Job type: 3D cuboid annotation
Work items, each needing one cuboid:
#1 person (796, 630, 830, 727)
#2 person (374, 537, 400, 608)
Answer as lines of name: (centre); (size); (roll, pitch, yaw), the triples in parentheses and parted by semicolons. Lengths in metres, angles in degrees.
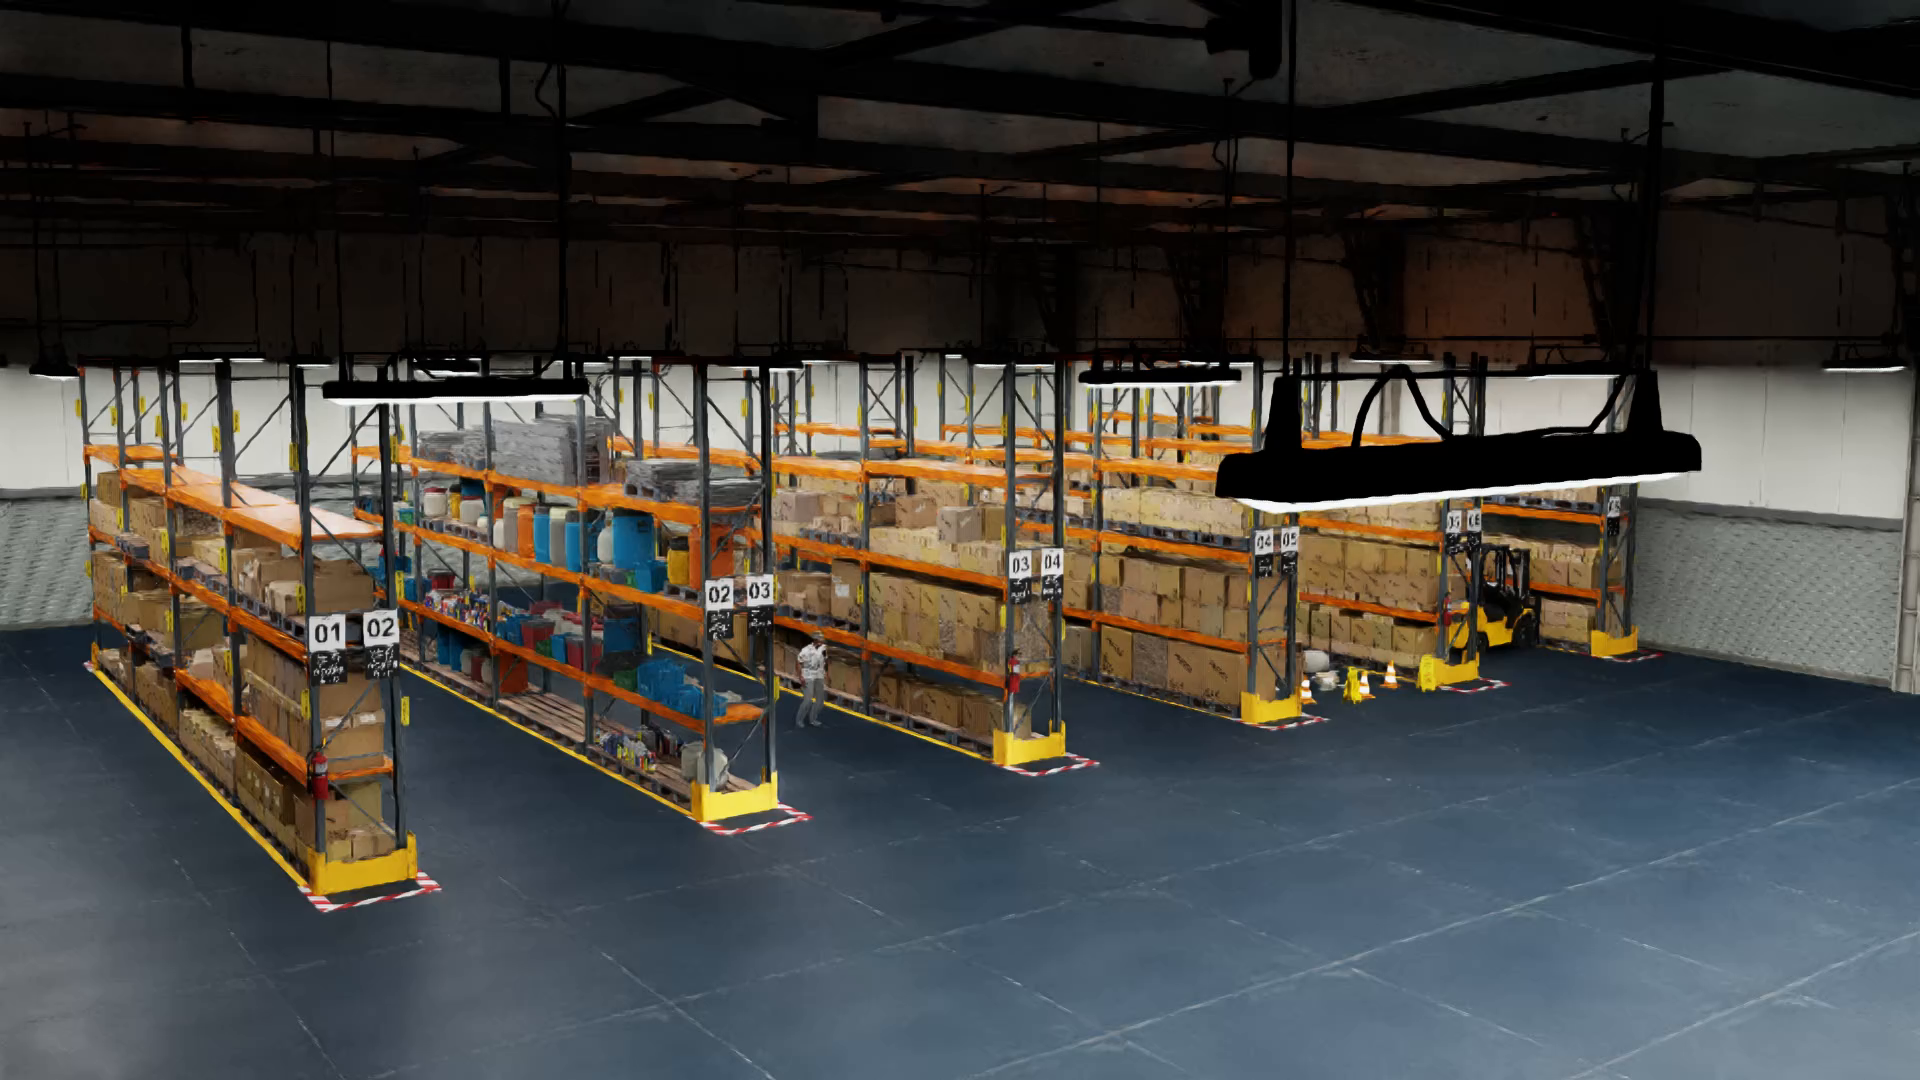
person: (-2.402, 2.249, 27.122); (0.592, 1.629, 0.532); (-5, 9, -37)
person: (-13.489, 0.749, 39.081); (0.569, 1.713, 0.592); (2, 7, 18)
